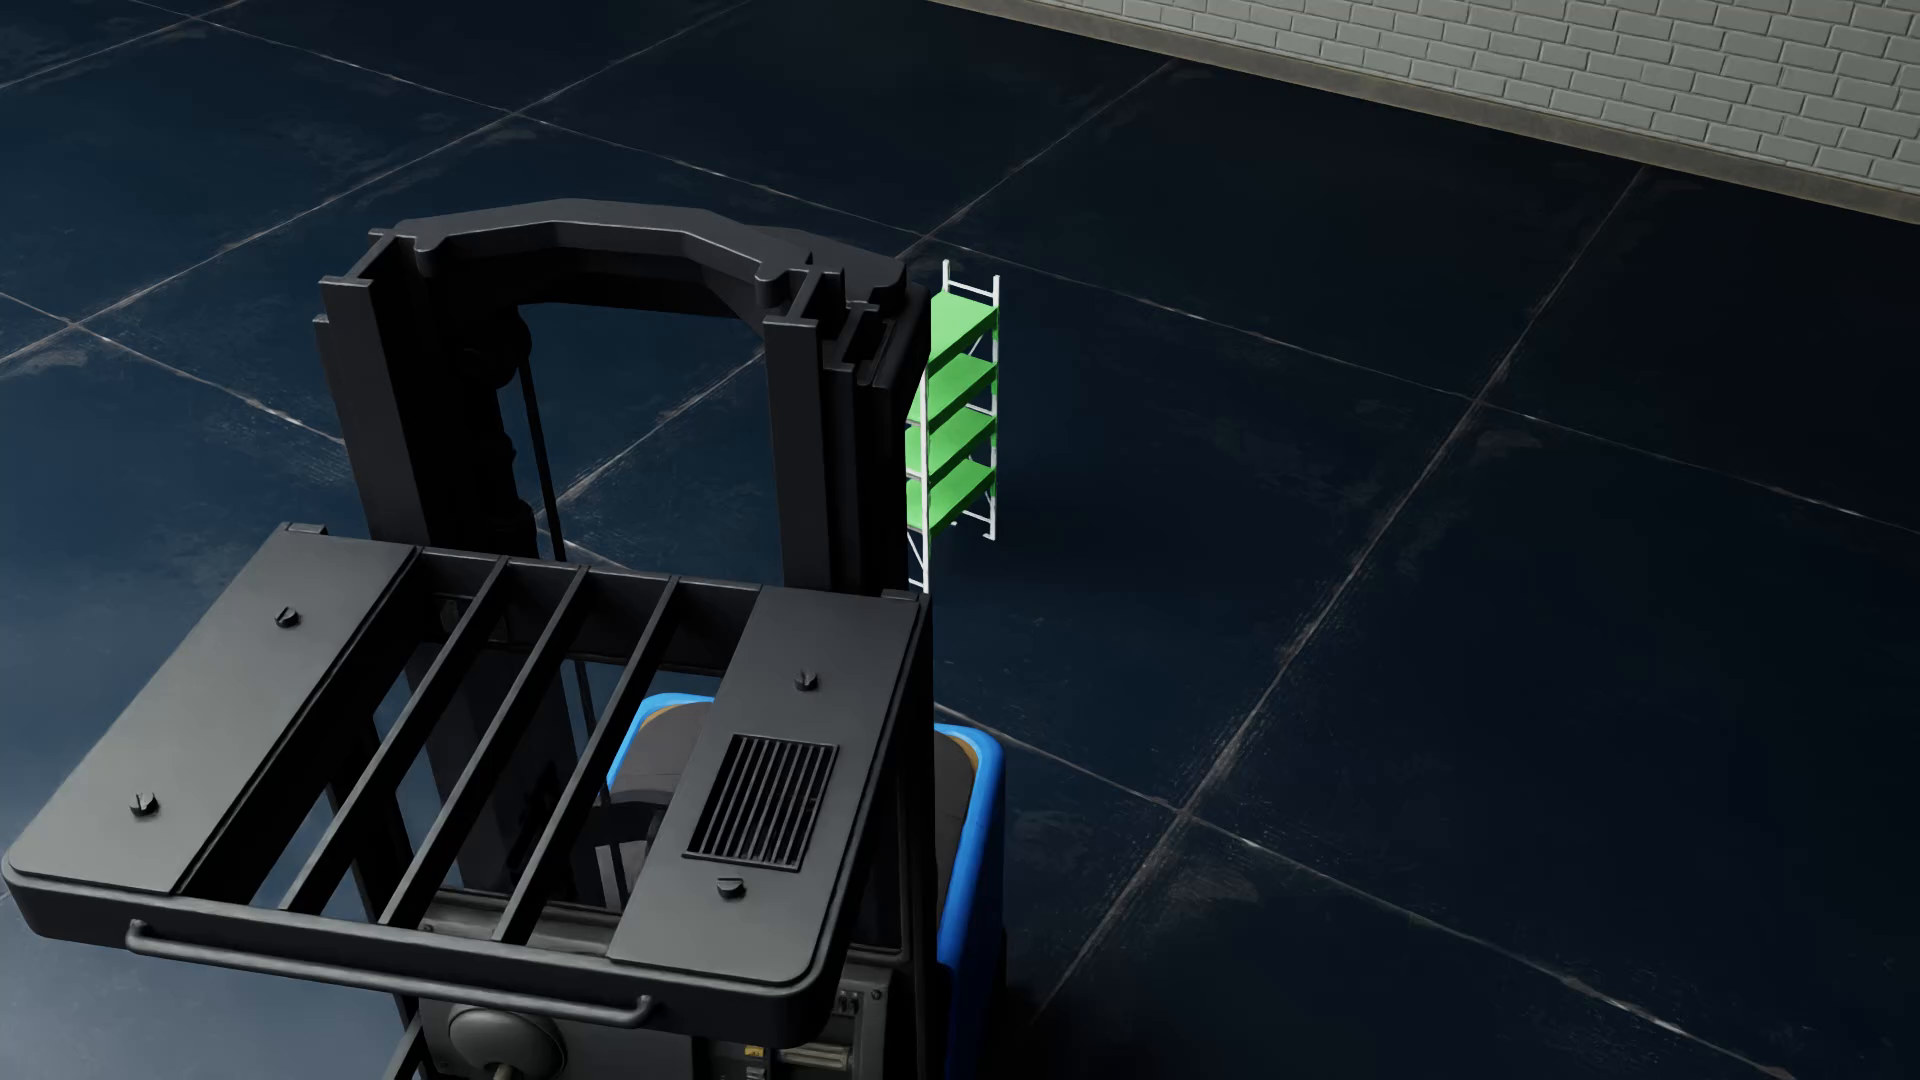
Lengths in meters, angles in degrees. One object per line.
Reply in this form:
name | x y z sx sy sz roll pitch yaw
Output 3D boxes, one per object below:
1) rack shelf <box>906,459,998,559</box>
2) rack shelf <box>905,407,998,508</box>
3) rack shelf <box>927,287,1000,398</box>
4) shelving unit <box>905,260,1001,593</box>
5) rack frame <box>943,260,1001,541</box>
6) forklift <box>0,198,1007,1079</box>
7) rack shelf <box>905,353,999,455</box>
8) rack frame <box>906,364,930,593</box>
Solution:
rack shelf | -0.089 -0.149 6.459 0.258 0.148 0.480 21 42 25
rack shelf | -0.089 -0.339 6.312 0.258 0.148 0.480 21 42 25
rack shelf | -0.089 -0.719 6.019 0.258 0.148 0.480 21 42 25
shelving unit | -0.089 -0.390 6.273 0.258 1.200 0.503 21 42 25
rack frame | 0.042 -0.516 6.436 0.240 1.200 0.015 21 42 25
forklift | -0.628 1.022 3.023 1.130 2.935 3.031 6 38 8
rack shelf | -0.089 -0.529 6.165 0.258 0.148 0.480 21 42 25
rack frame | -0.219 -0.264 6.110 0.240 1.200 0.015 21 42 25
